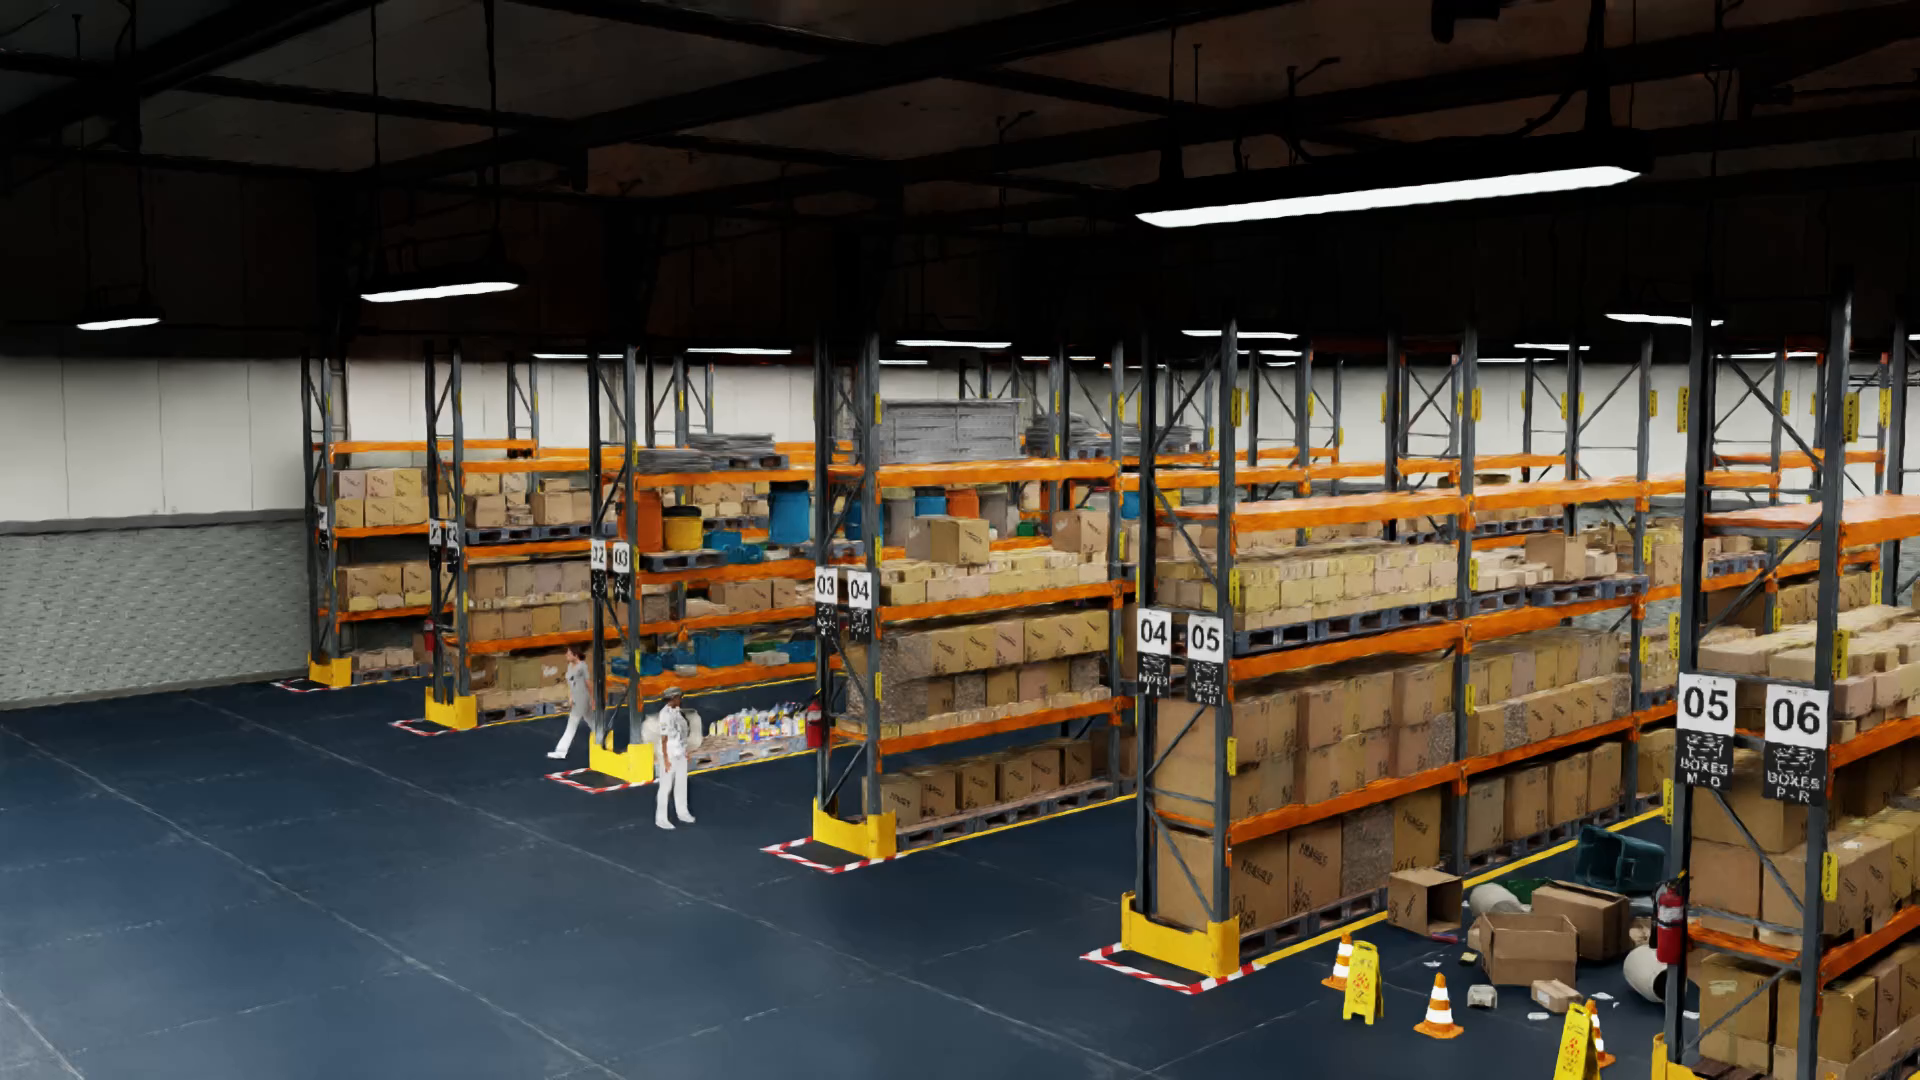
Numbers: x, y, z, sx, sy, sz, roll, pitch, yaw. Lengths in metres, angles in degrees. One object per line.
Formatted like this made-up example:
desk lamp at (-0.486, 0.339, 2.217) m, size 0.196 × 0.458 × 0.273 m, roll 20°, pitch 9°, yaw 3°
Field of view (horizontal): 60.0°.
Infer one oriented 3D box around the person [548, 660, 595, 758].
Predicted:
person at (-5.468, 2.382, 23.761) m, size 1.095 × 1.348 × 0.443 m, roll -4°, pitch 7°, yaw -40°

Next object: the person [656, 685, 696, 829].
person at (-3.396, 2.574, 19.859) m, size 0.416 × 1.679 × 0.507 m, roll 2°, pitch 5°, yaw 17°
